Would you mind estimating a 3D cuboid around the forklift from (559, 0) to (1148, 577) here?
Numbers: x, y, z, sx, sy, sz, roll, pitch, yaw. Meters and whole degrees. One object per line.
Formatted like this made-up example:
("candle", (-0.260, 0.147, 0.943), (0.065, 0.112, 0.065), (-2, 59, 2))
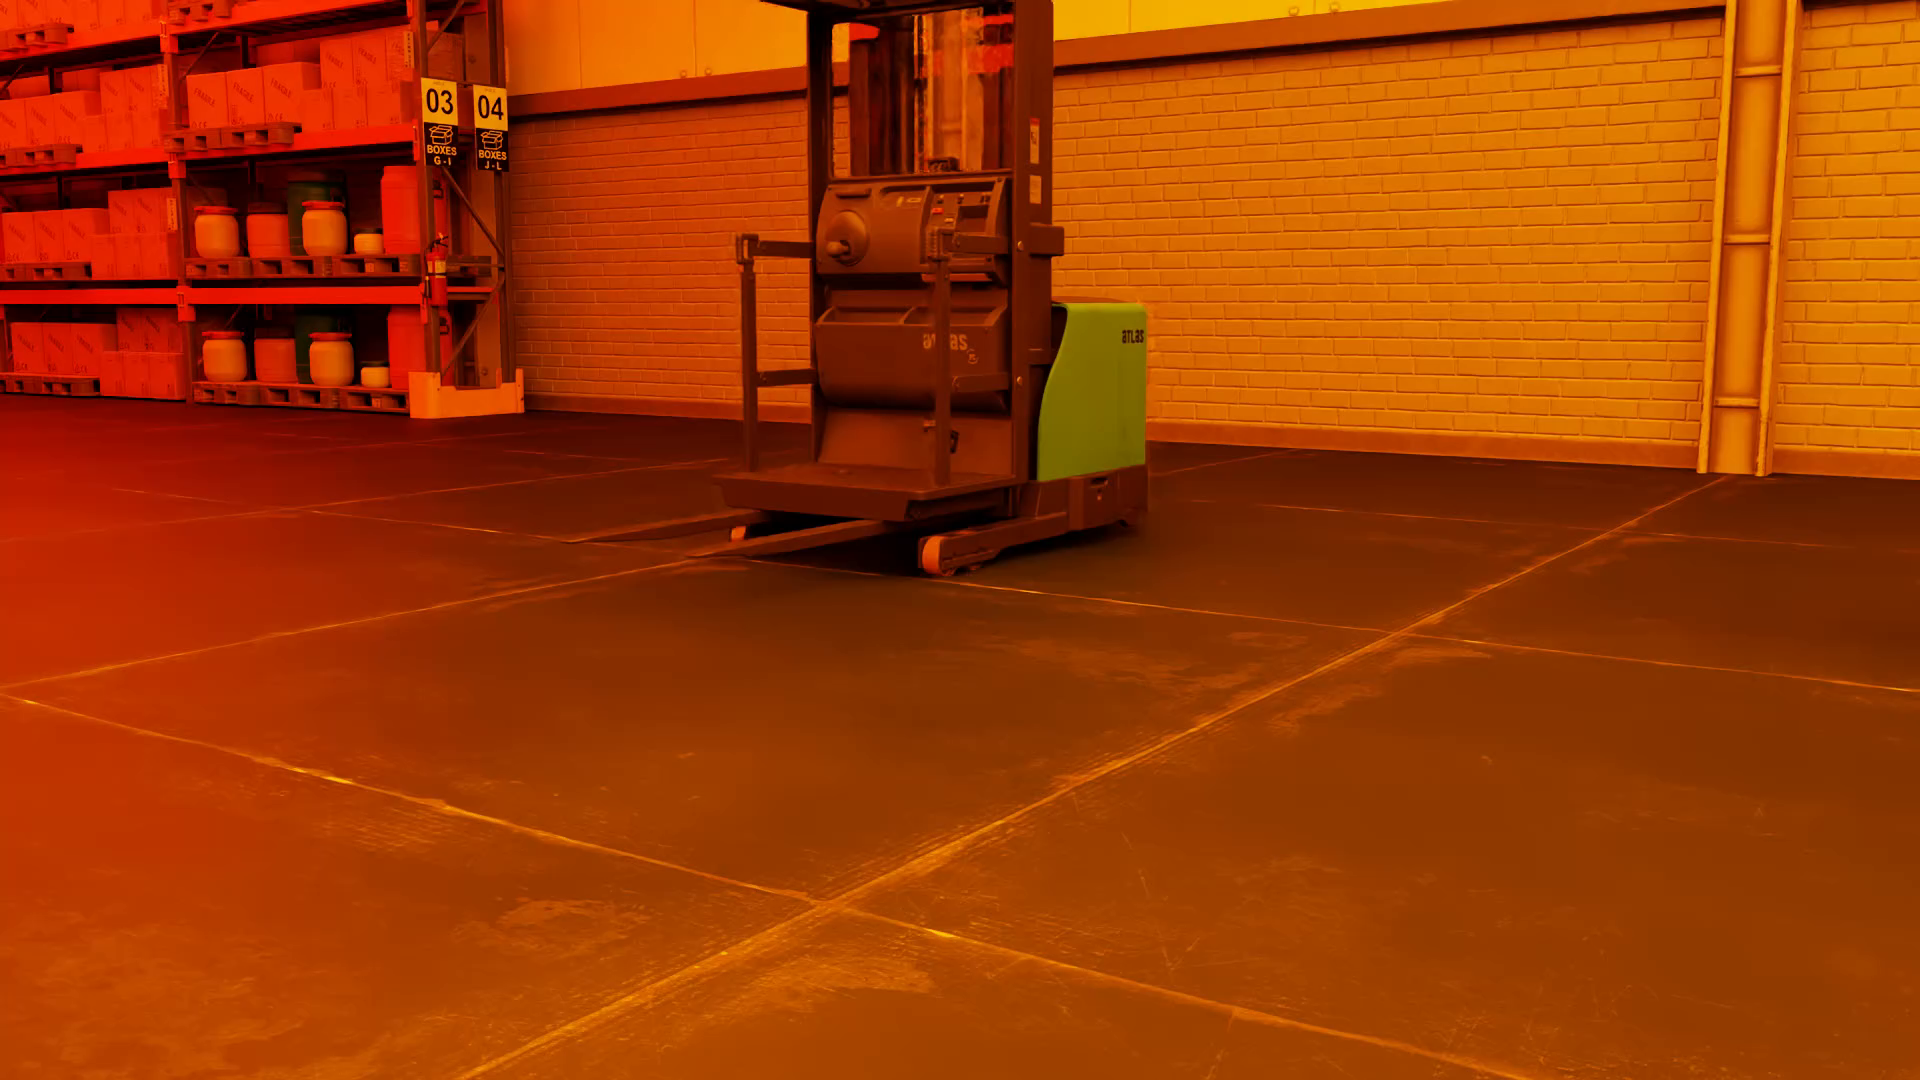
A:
("forklift", (-0.333, -1.379, 6.889), (1.130, 2.935, 3.031), (5, 10, 33))
